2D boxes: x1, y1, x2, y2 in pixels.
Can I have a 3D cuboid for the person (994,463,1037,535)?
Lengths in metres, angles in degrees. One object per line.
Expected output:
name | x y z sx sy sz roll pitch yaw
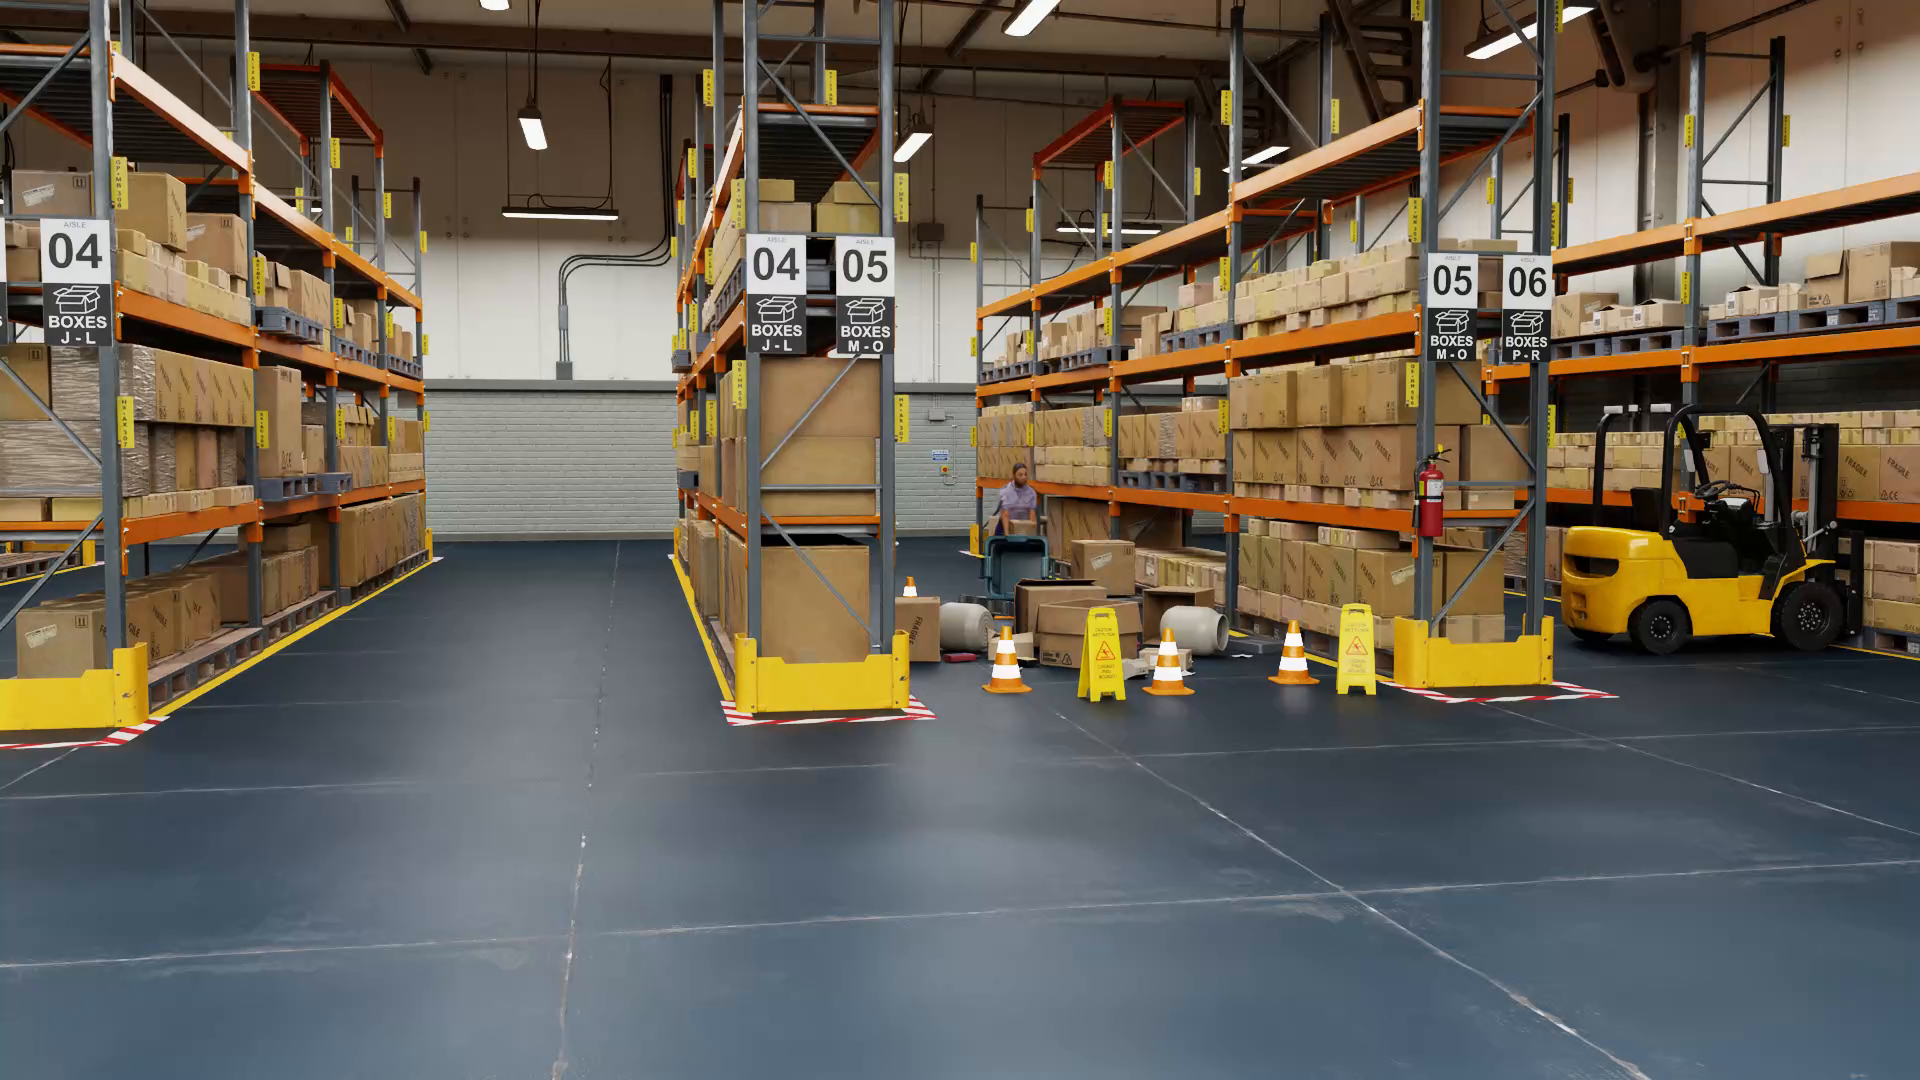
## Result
person | 0.620 -0.024 18.010 0.431 1.625 0.559 -1 3 -16
